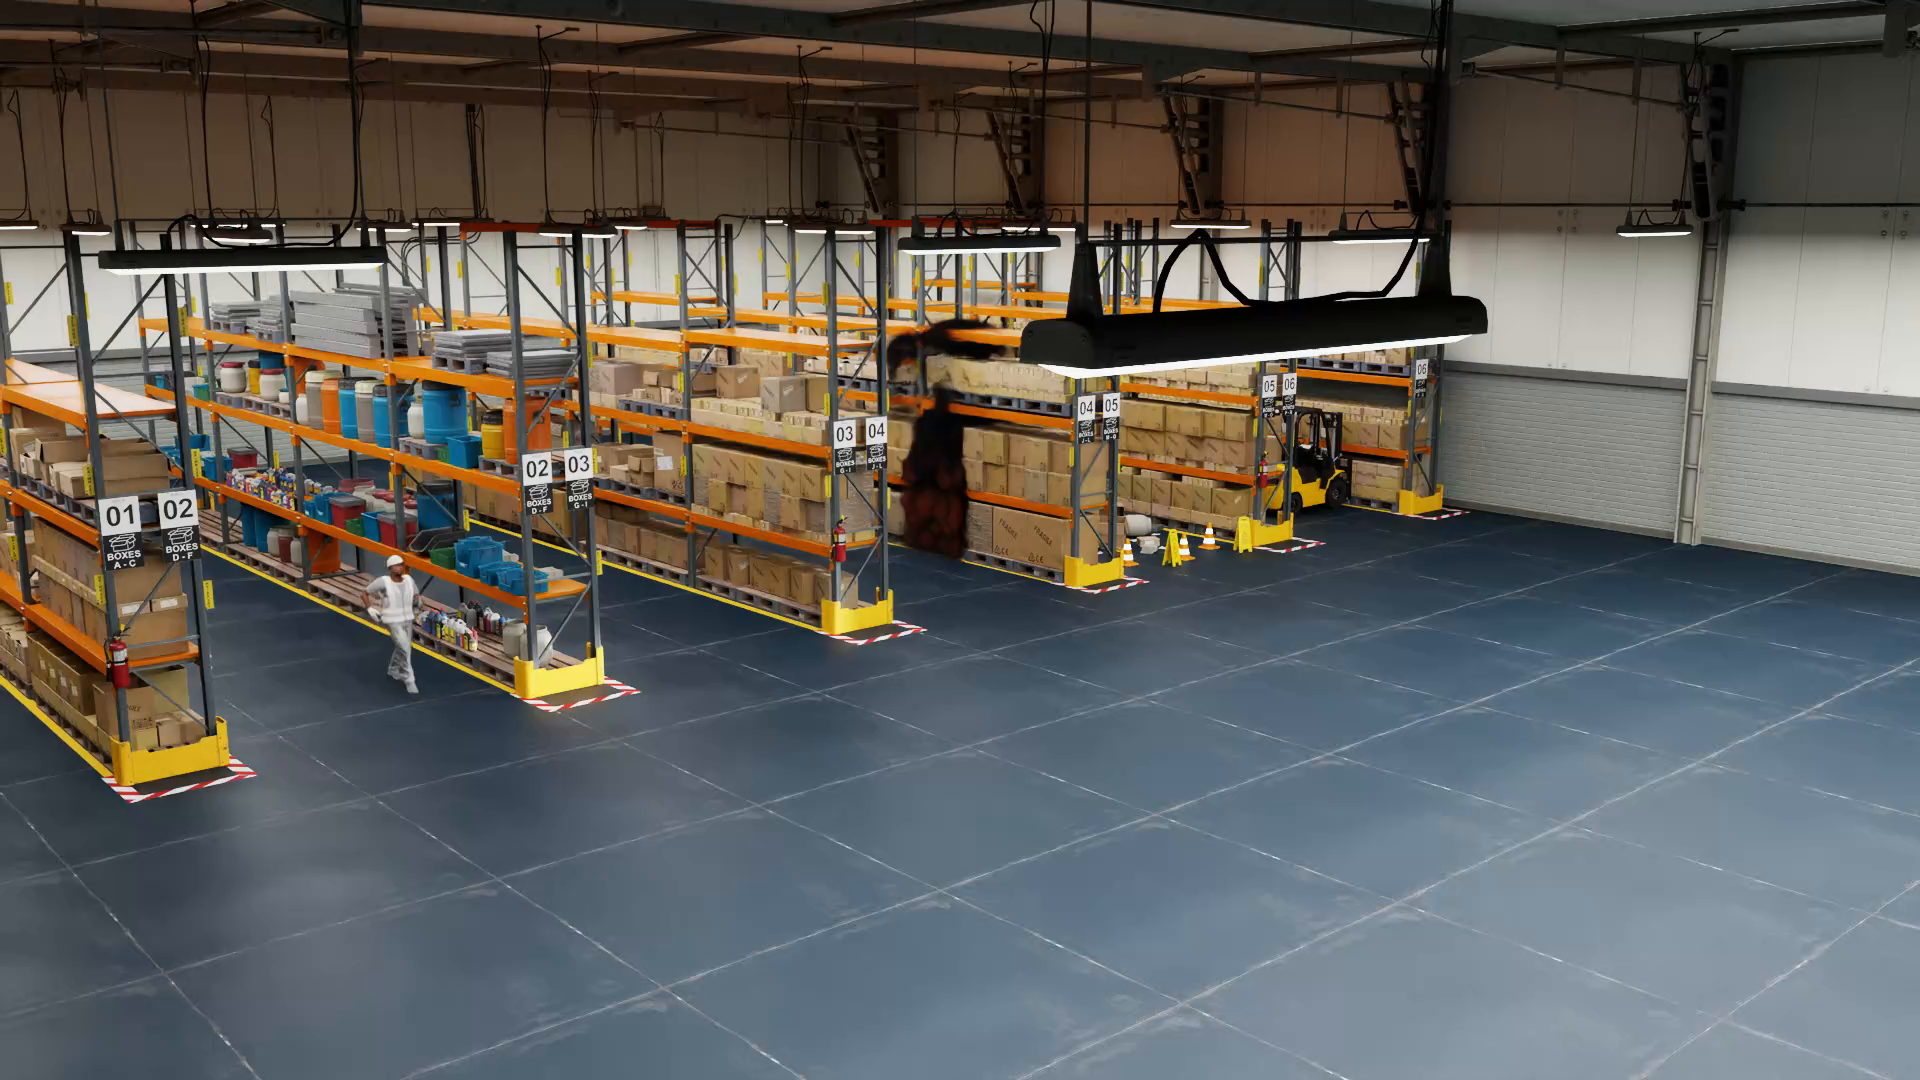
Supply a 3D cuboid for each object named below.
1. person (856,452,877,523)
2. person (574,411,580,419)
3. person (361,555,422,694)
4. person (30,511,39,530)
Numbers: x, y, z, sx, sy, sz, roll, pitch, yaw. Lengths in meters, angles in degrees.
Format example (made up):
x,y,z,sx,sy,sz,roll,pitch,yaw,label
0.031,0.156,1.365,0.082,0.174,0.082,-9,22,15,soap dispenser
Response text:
x,y,z,sx,sy,sz,roll,pitch,yaw,label
-1.738,-0.741,29.888,0.460,1.688,0.680,9,15,38,person
-8.650,-2.093,37.803,0.634,1.799,0.723,-7,14,-33,person
-7.433,1.099,22.002,0.809,1.816,0.690,8,14,34,person
-17.363,-0.697,30.903,0.847,1.798,0.710,8,14,33,person
